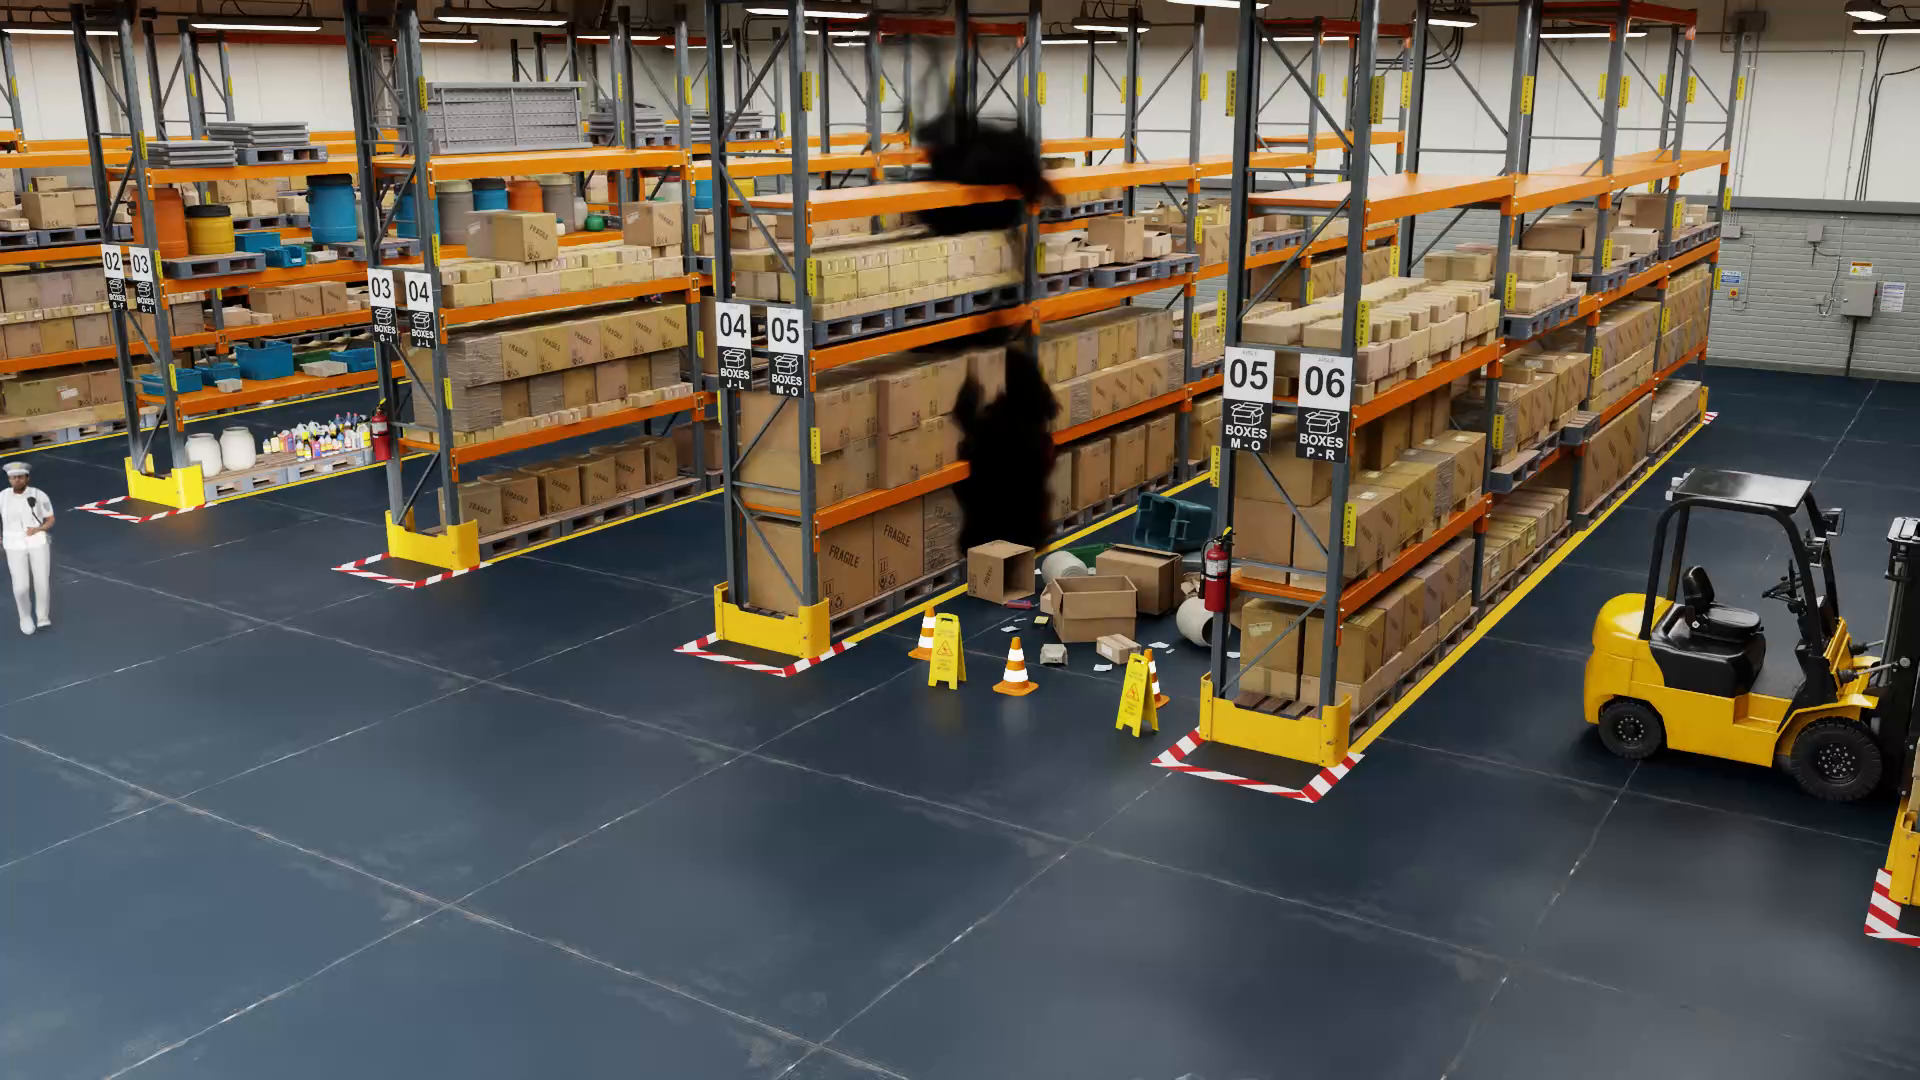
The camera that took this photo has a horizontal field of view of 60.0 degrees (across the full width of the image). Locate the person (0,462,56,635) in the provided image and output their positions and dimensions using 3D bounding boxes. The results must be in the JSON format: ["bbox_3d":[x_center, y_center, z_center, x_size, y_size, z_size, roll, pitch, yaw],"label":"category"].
[{"bbox_3d":[-8.859,0.087,15.781,0.555,1.673,0.652,-9,18,-29],"label":"person"}]
